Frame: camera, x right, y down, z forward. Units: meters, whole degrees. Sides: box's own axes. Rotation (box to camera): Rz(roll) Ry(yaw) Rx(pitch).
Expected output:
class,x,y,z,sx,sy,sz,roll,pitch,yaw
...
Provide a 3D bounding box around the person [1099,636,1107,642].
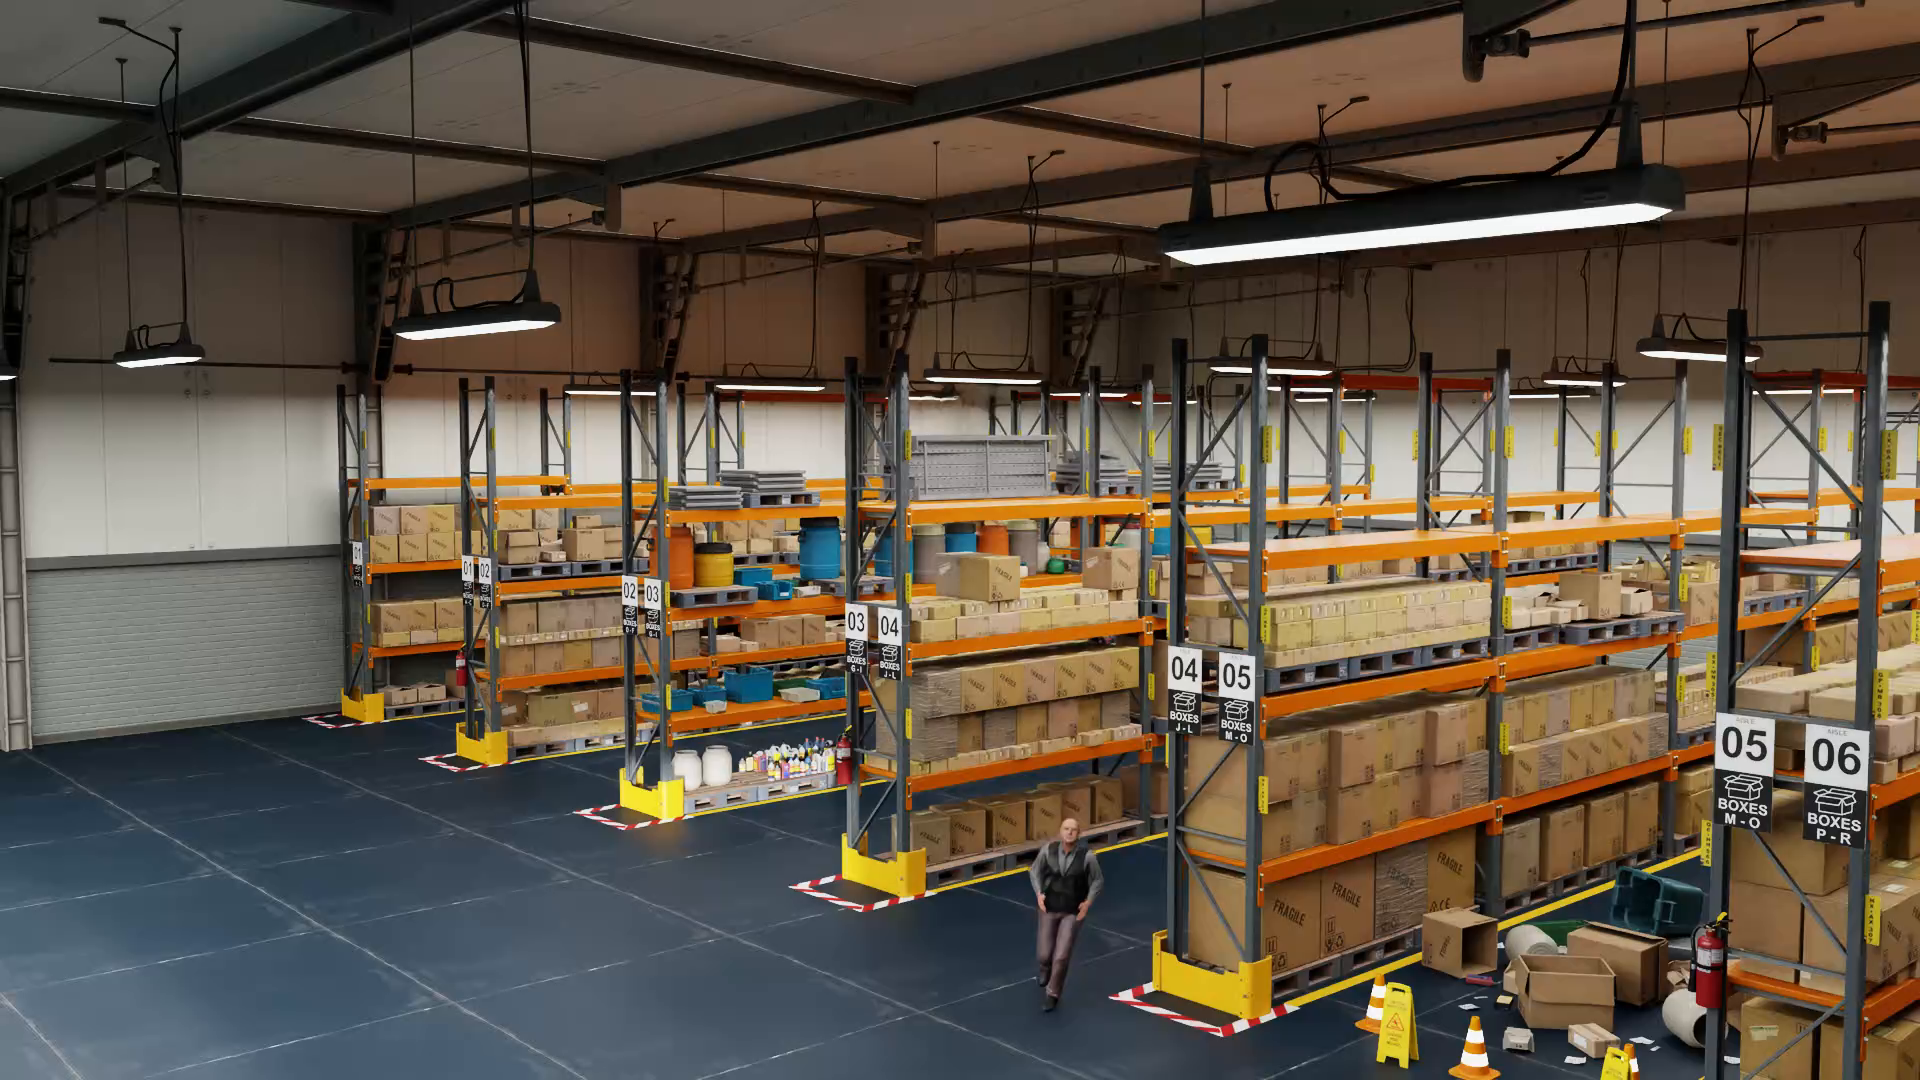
class,x,y,z,sx,sy,sz,roll,pitch,yaw
person,2.633,1.952,32.362,0.609,1.631,0.507,3,5,41

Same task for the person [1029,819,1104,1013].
class,x,y,z,sx,sy,sz,roll,pitch,yaw
person,0.957,3.350,15.013,0.685,1.706,0.653,1,4,10
